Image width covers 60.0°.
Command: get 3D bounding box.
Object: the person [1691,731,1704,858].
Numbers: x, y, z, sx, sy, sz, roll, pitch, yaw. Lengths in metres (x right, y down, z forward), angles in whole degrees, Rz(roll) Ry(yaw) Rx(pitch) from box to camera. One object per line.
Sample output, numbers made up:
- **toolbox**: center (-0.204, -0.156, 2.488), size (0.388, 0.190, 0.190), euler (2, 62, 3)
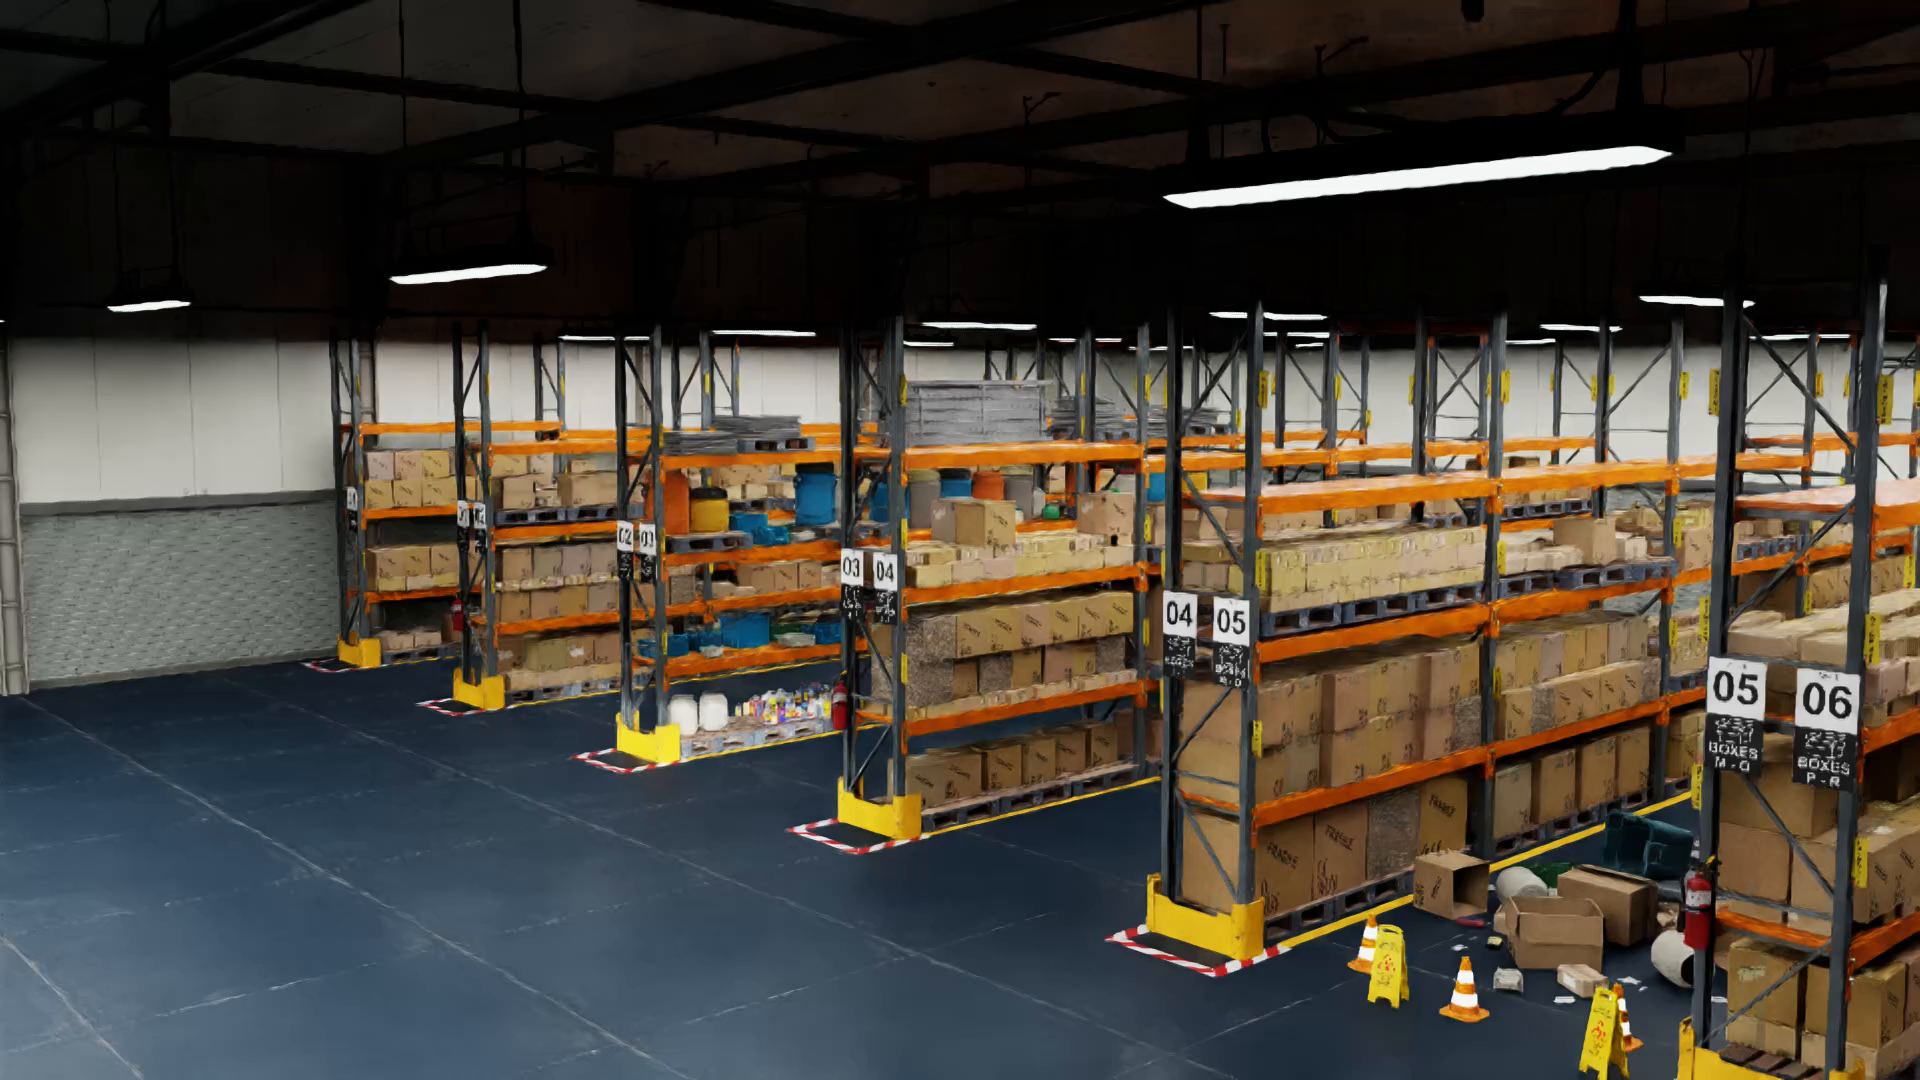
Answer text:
- **person**: center (8.048, 2.561, 17.823), size (0.492, 1.674, 0.482), euler (-1, 6, -12)
